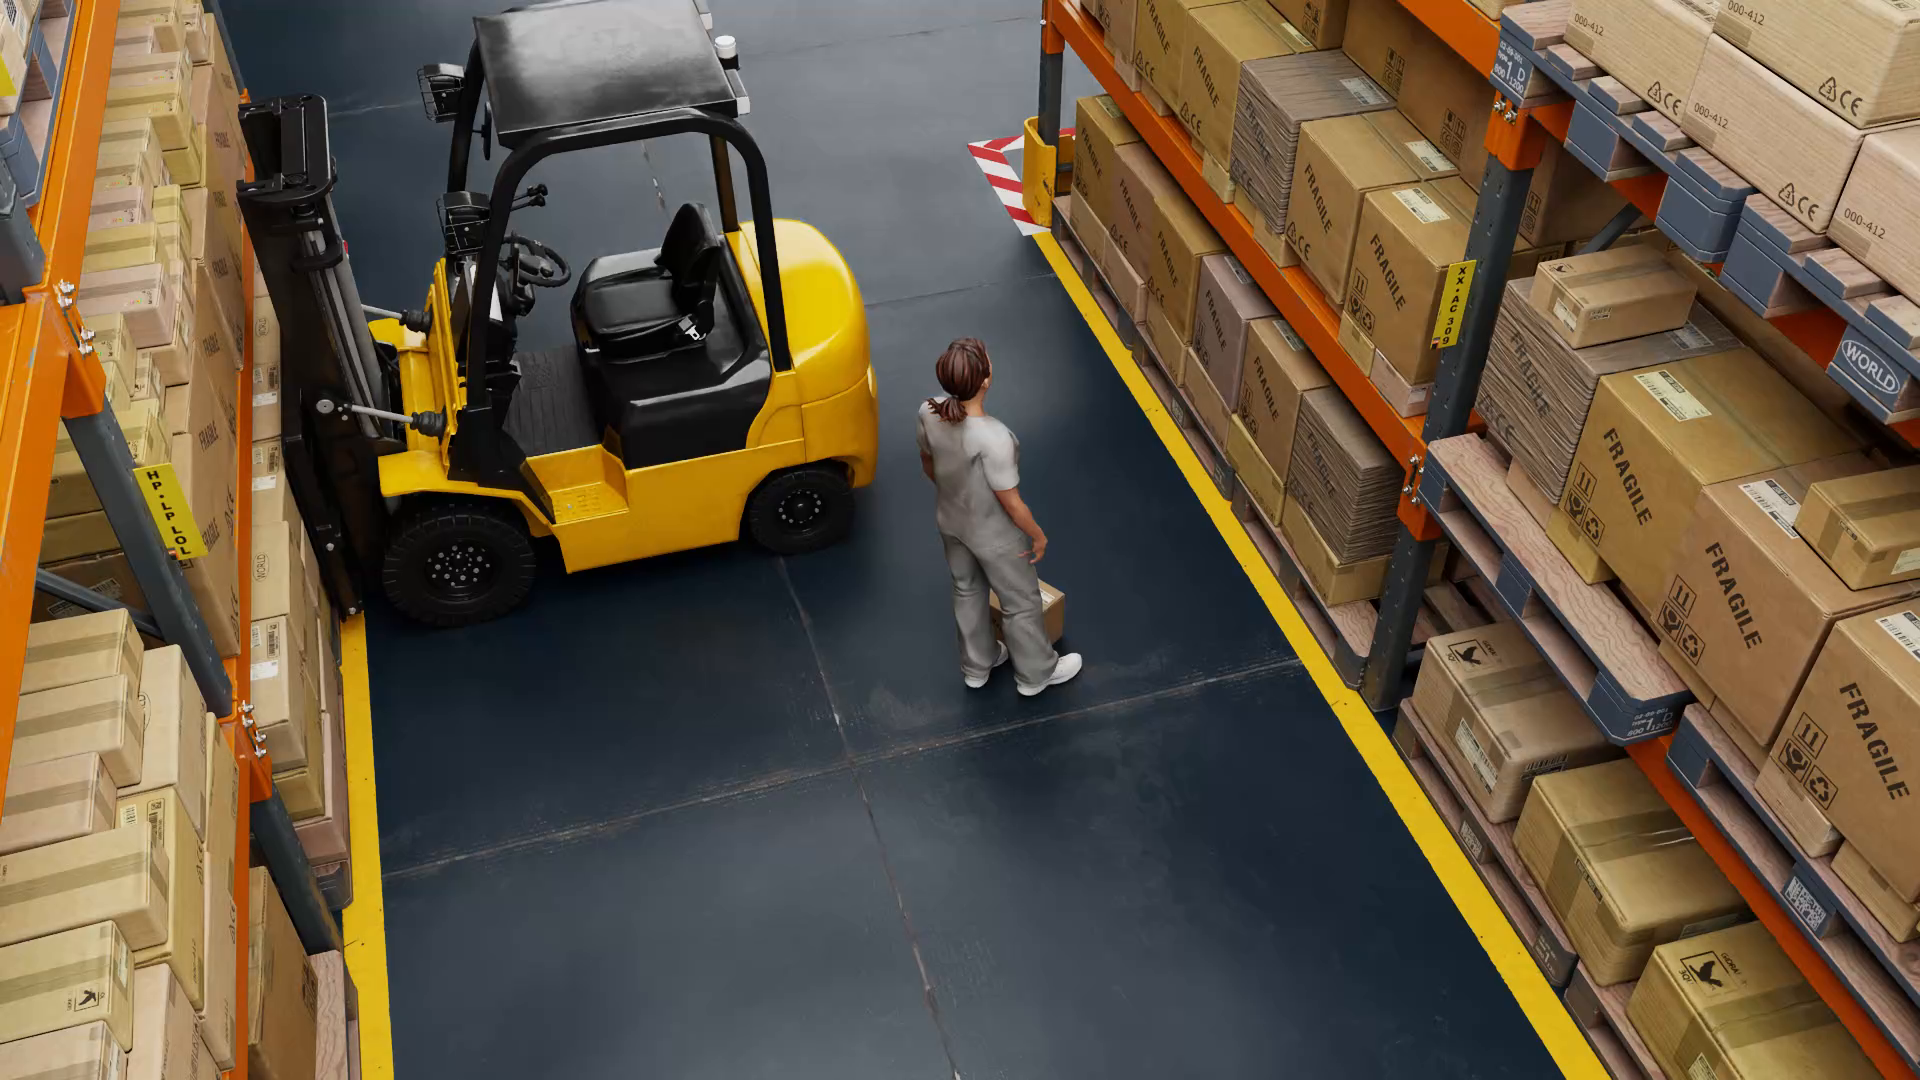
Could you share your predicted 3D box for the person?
[{"bbox_3d":[0.132,-0.088,6.244,0.549,1.676,0.549,33,52,31],"label":"person"}]
